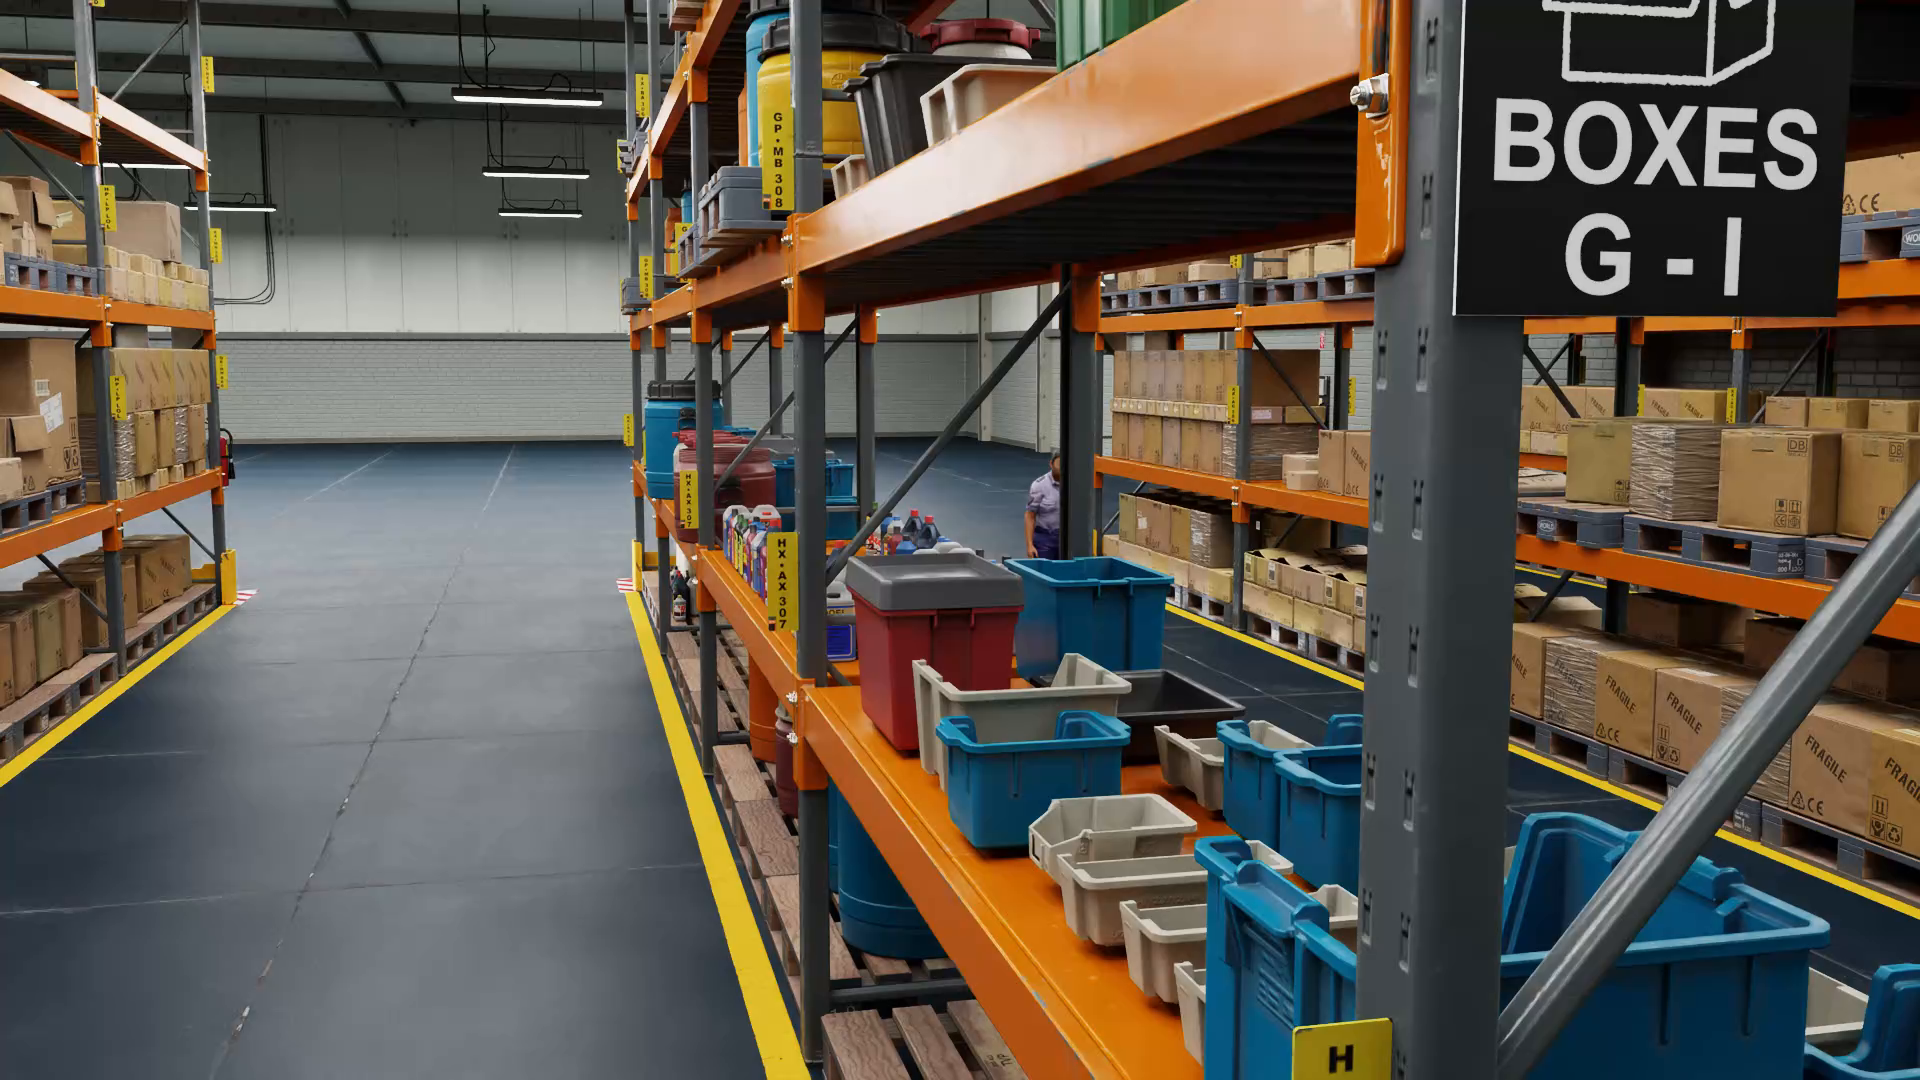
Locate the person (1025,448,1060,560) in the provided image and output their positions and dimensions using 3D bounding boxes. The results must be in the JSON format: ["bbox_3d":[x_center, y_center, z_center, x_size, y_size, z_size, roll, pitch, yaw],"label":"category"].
[{"bbox_3d":[0.785,0.068,13.592,0.541,1.652,0.413,-2,6,-14],"label":"person"}]
